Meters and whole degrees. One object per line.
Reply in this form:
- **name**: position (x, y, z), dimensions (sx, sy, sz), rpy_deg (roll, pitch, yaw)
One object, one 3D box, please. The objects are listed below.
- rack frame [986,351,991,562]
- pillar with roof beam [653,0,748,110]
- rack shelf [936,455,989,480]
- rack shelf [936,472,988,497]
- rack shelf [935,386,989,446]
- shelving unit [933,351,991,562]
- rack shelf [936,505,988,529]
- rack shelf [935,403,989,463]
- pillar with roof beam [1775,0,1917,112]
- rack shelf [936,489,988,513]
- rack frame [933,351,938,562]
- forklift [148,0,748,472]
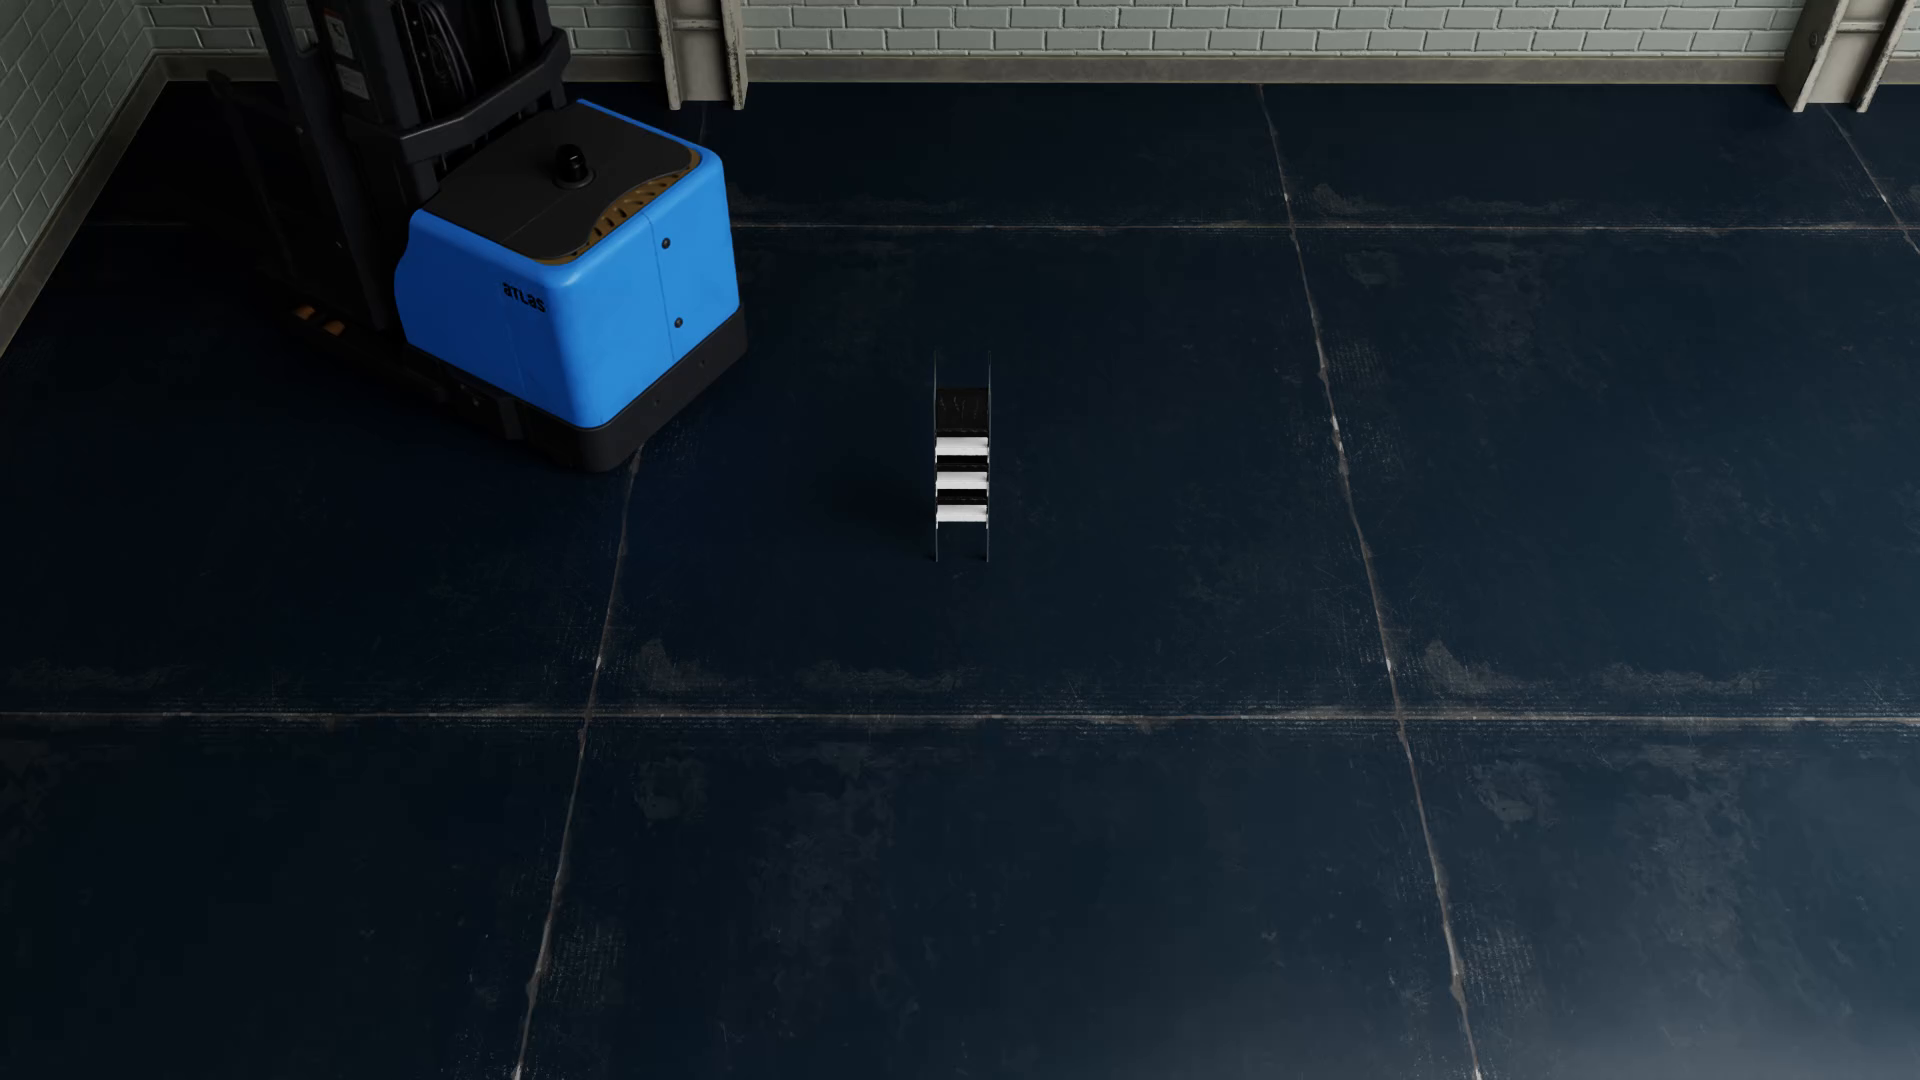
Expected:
- **rack frame**: position (0.110, -0.306, 6.420), dimensions (0.006, 0.900, 0.240), rpy_deg (0, 47, 0)
- **pillar with roof beam**: position (-1.374, -2.329, 2.770), dimensions (0.400, 9.000, 9.100), rpy_deg (0, 47, 0)
- **rack shelf**: position (0.008, -0.345, 6.379), dimensions (0.200, 0.077, 0.258), rpy_deg (0, 47, 0)
- **rack shelf**: position (0.008, -0.284, 6.445), dimensions (0.200, 0.077, 0.258), rpy_deg (0, 47, 0)
- **rack shelf**: position (0.008, -0.468, 6.247), dimensions (0.200, 0.077, 0.258), rpy_deg (0, 47, 0)
- **shelving unit**: position (0.008, -0.307, 6.421), dimensions (0.210, 0.900, 0.258), rpy_deg (0, 47, 0)
- **rack shelf**: position (0.008, -0.161, 6.577), dimensions (0.200, 0.077, 0.258), rpy_deg (0, 47, 0)
- **rack shelf**: position (0.008, -0.406, 6.313), dimensions (0.200, 0.077, 0.258), rpy_deg (0, 47, 0)
- **pillar with roof beam**: position (4.626, -2.313, 2.755), dimensions (0.400, 9.000, 9.100), rpy_deg (0, 47, 0)
- **rack shelf**: position (0.008, -0.223, 6.511), dimensions (0.200, 0.077, 0.258), rpy_deg (0, 47, 0)
- **rack frame**: position (-0.094, -0.307, 6.421), dimensions (0.006, 0.900, 0.240), rpy_deg (0, 47, 0)
- **forklift**: position (-2.464, -2.125, 6.726), dimensions (3.031, 2.935, 1.130), rpy_deg (25, 52, 22)
